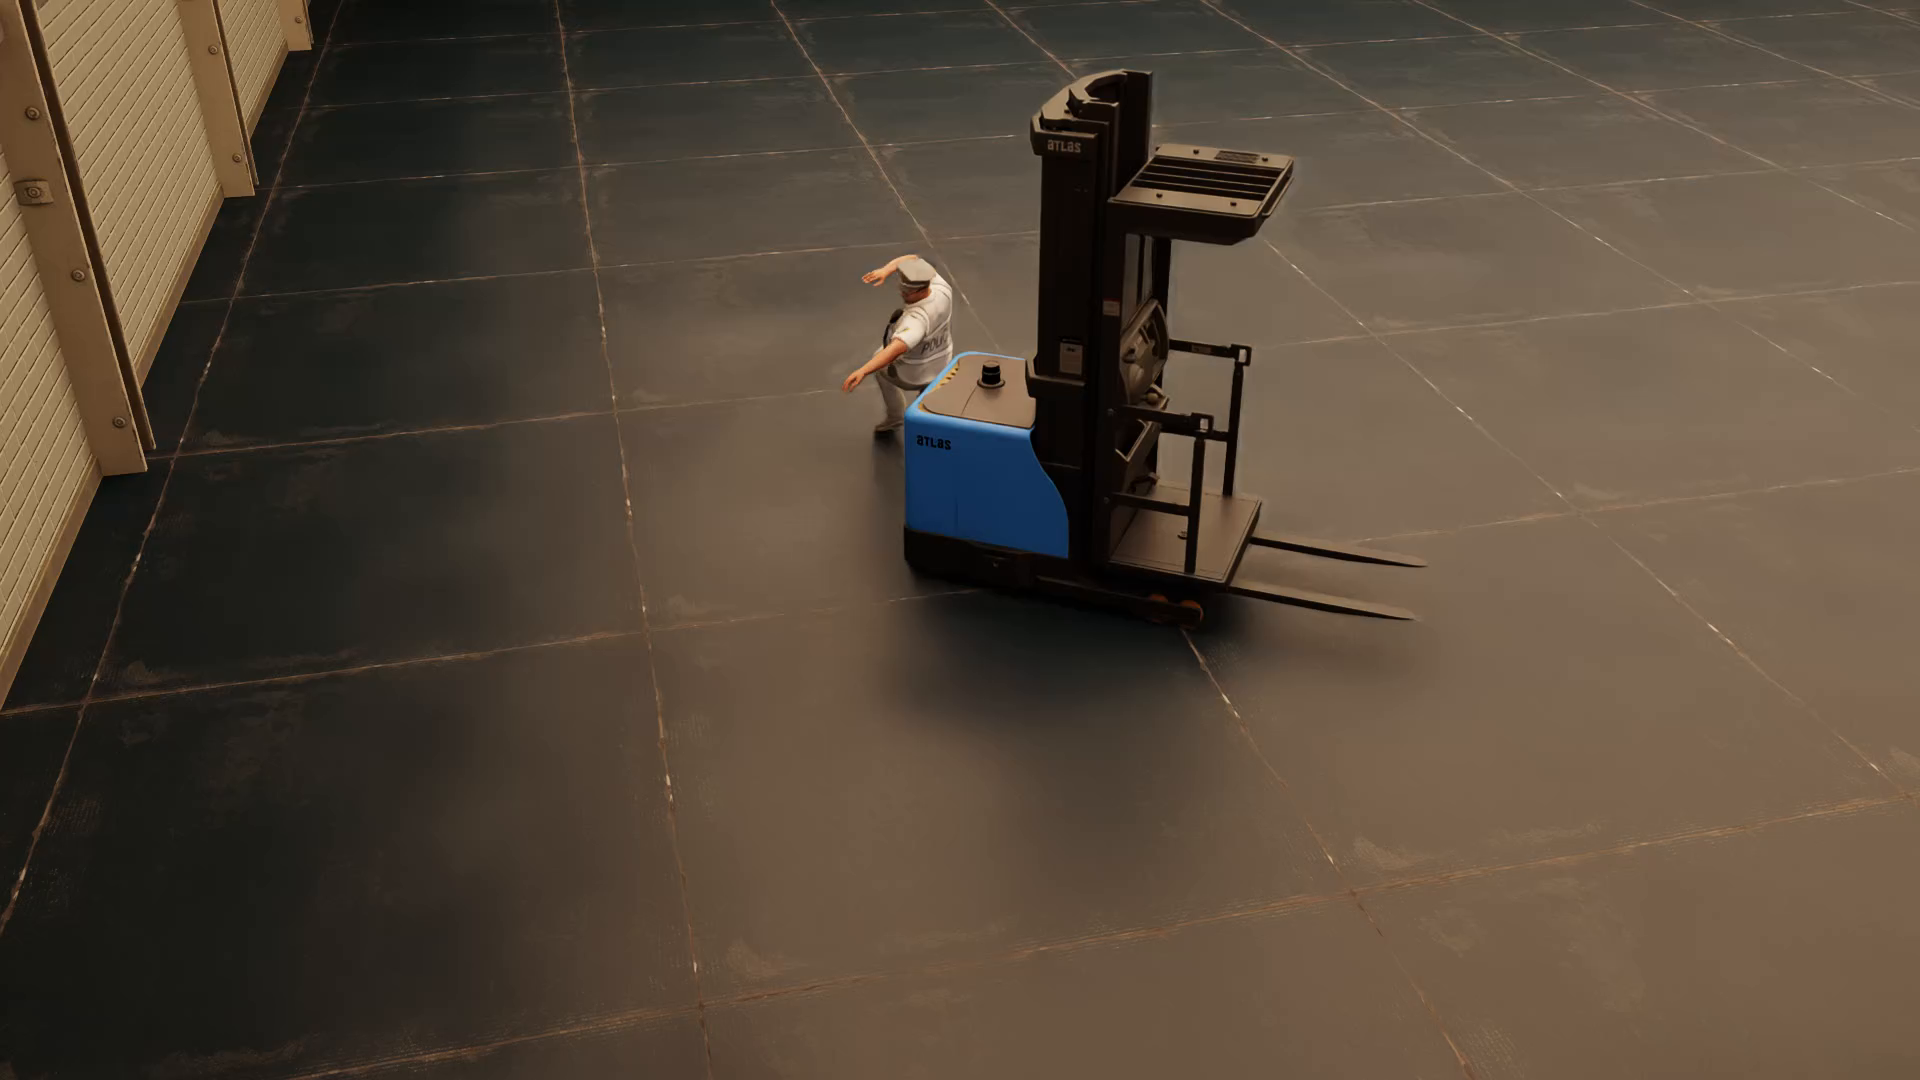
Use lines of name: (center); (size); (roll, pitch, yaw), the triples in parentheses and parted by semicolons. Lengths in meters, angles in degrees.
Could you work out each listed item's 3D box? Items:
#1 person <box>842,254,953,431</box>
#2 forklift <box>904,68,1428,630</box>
person: (-0.513, -1.168, 11.086); (0.984, 1.472, 0.957); (-17, 34, -27)
forklift: (1.231, -1.053, 9.394); (3.031, 2.935, 1.130); (11, 32, 18)
